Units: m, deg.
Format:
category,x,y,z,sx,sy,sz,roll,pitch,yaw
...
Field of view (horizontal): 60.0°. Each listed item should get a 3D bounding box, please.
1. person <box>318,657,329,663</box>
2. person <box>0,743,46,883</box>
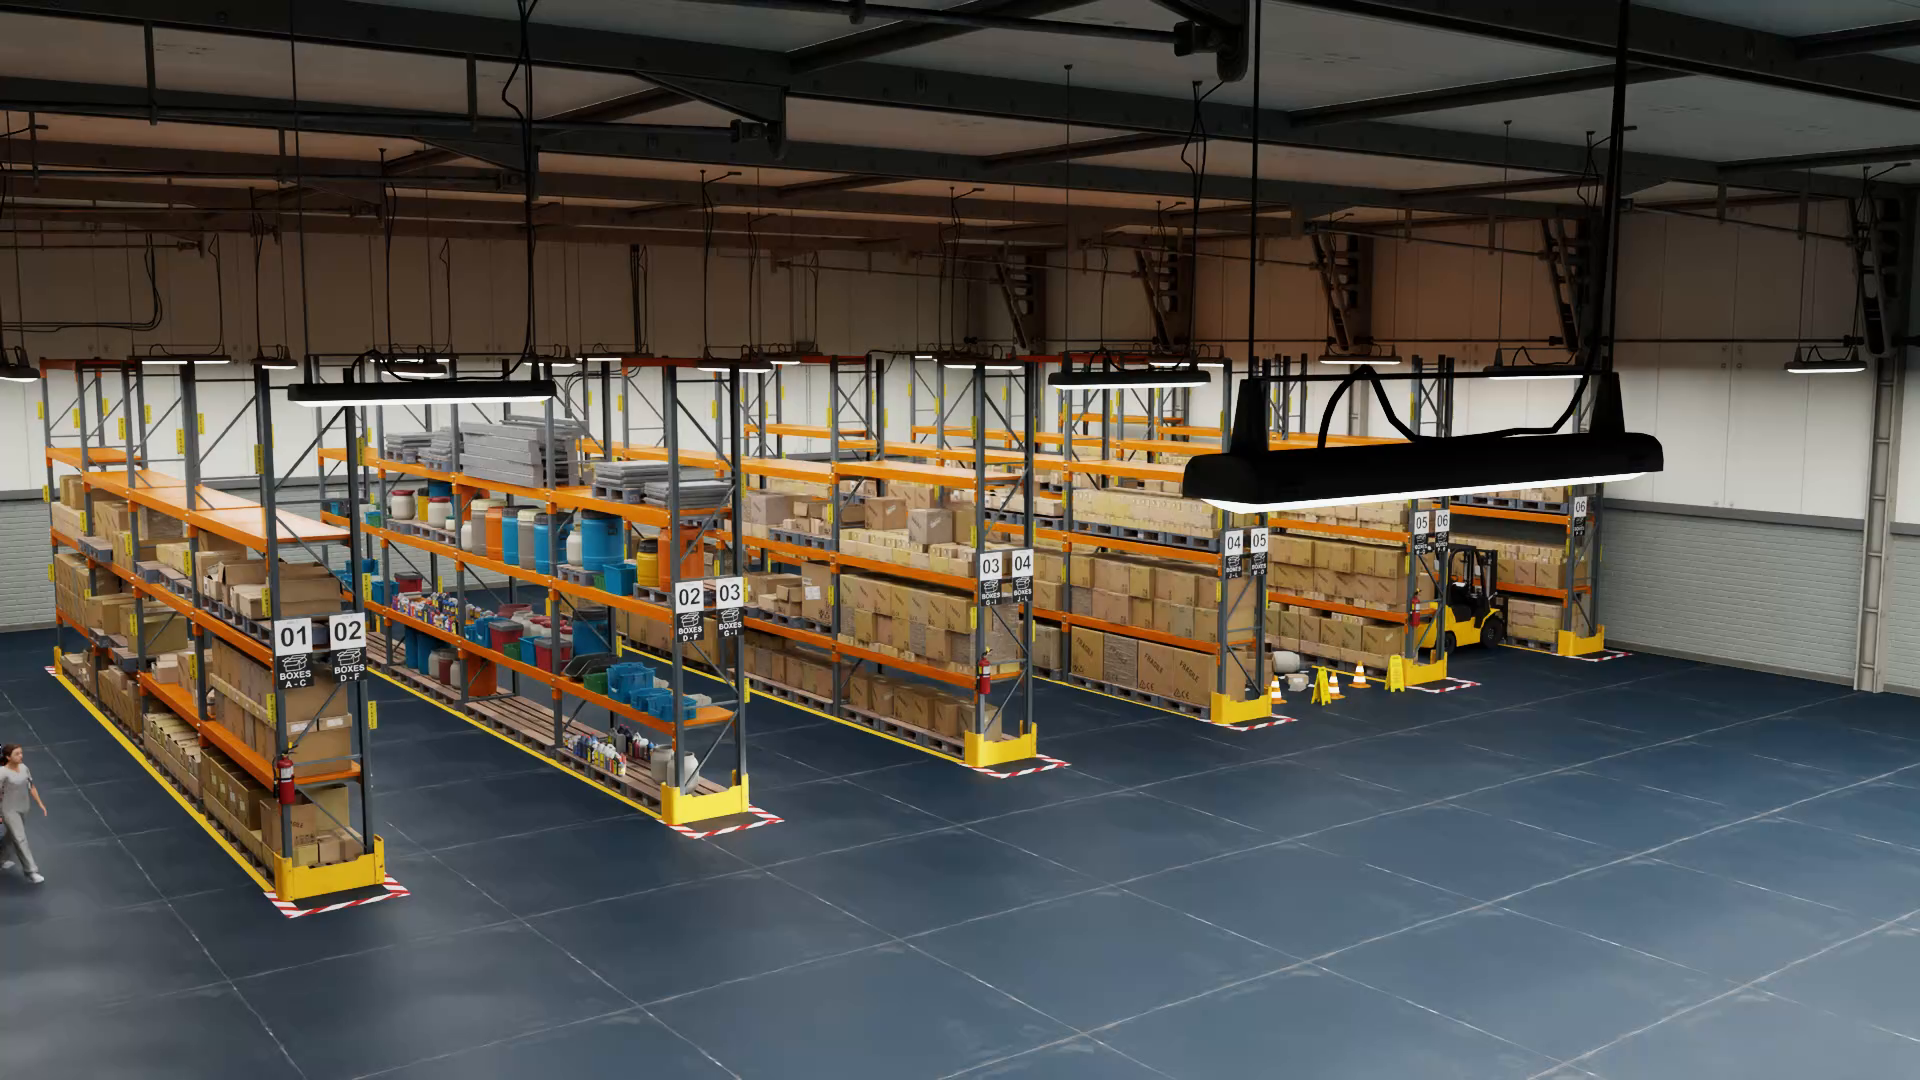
category,x,y,z,sx,sy,sz,roll,pitch,yaw
person,-11.270,2.036,29.247,0.443,1.539,0.972,-5,9,-38
person,-11.093,3.169,19.548,1.106,1.603,0.506,3,8,26
